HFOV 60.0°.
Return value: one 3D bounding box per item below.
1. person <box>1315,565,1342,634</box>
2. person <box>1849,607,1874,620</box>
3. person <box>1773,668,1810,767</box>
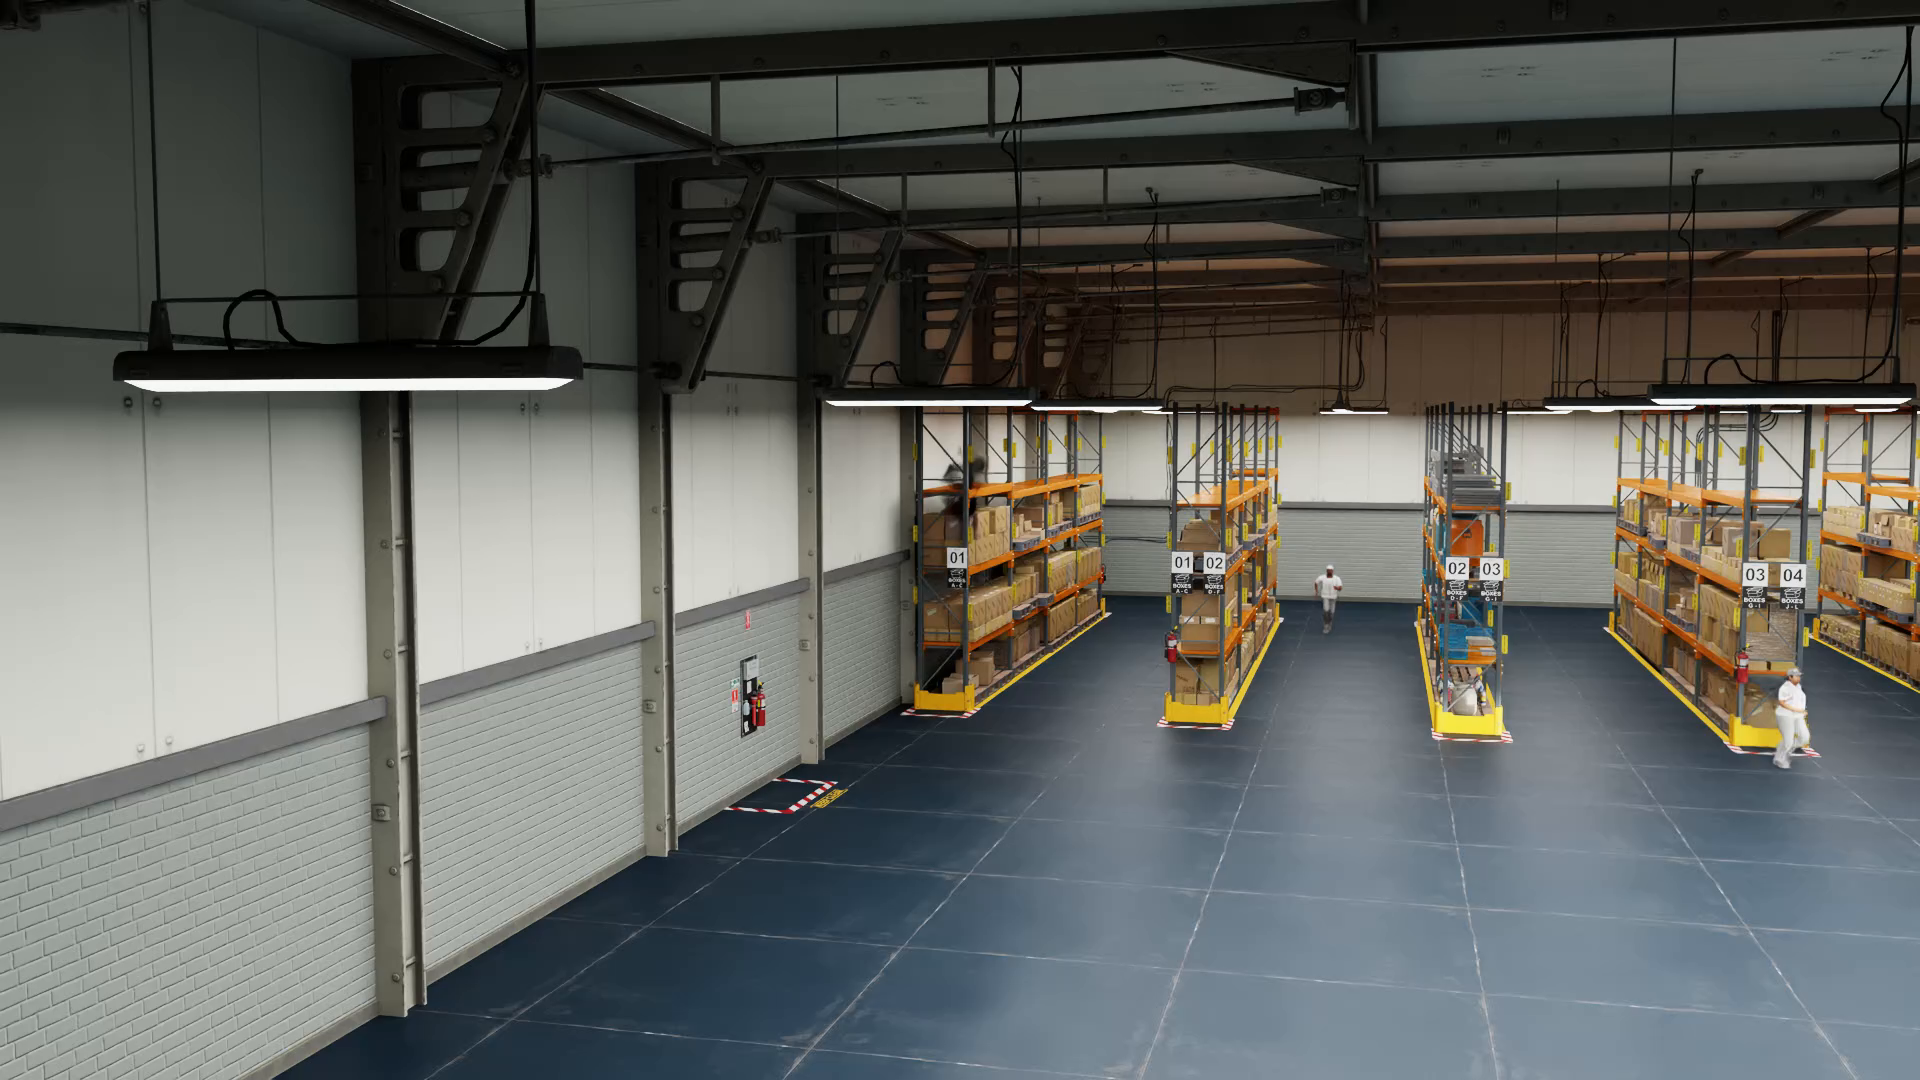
[{"bbox_3d":[9.829,1.574,44.296,0.673,1.831,0.771,0,4,1],"label":"person"},{"bbox_3d":[23.975,1.588,44.121,0.730,1.810,0.675,1,4,17],"label":"person"},{"bbox_3d":[13.631,2.906,27.167,0.638,1.633,0.574,-2,5,-30],"label":"person"}]
